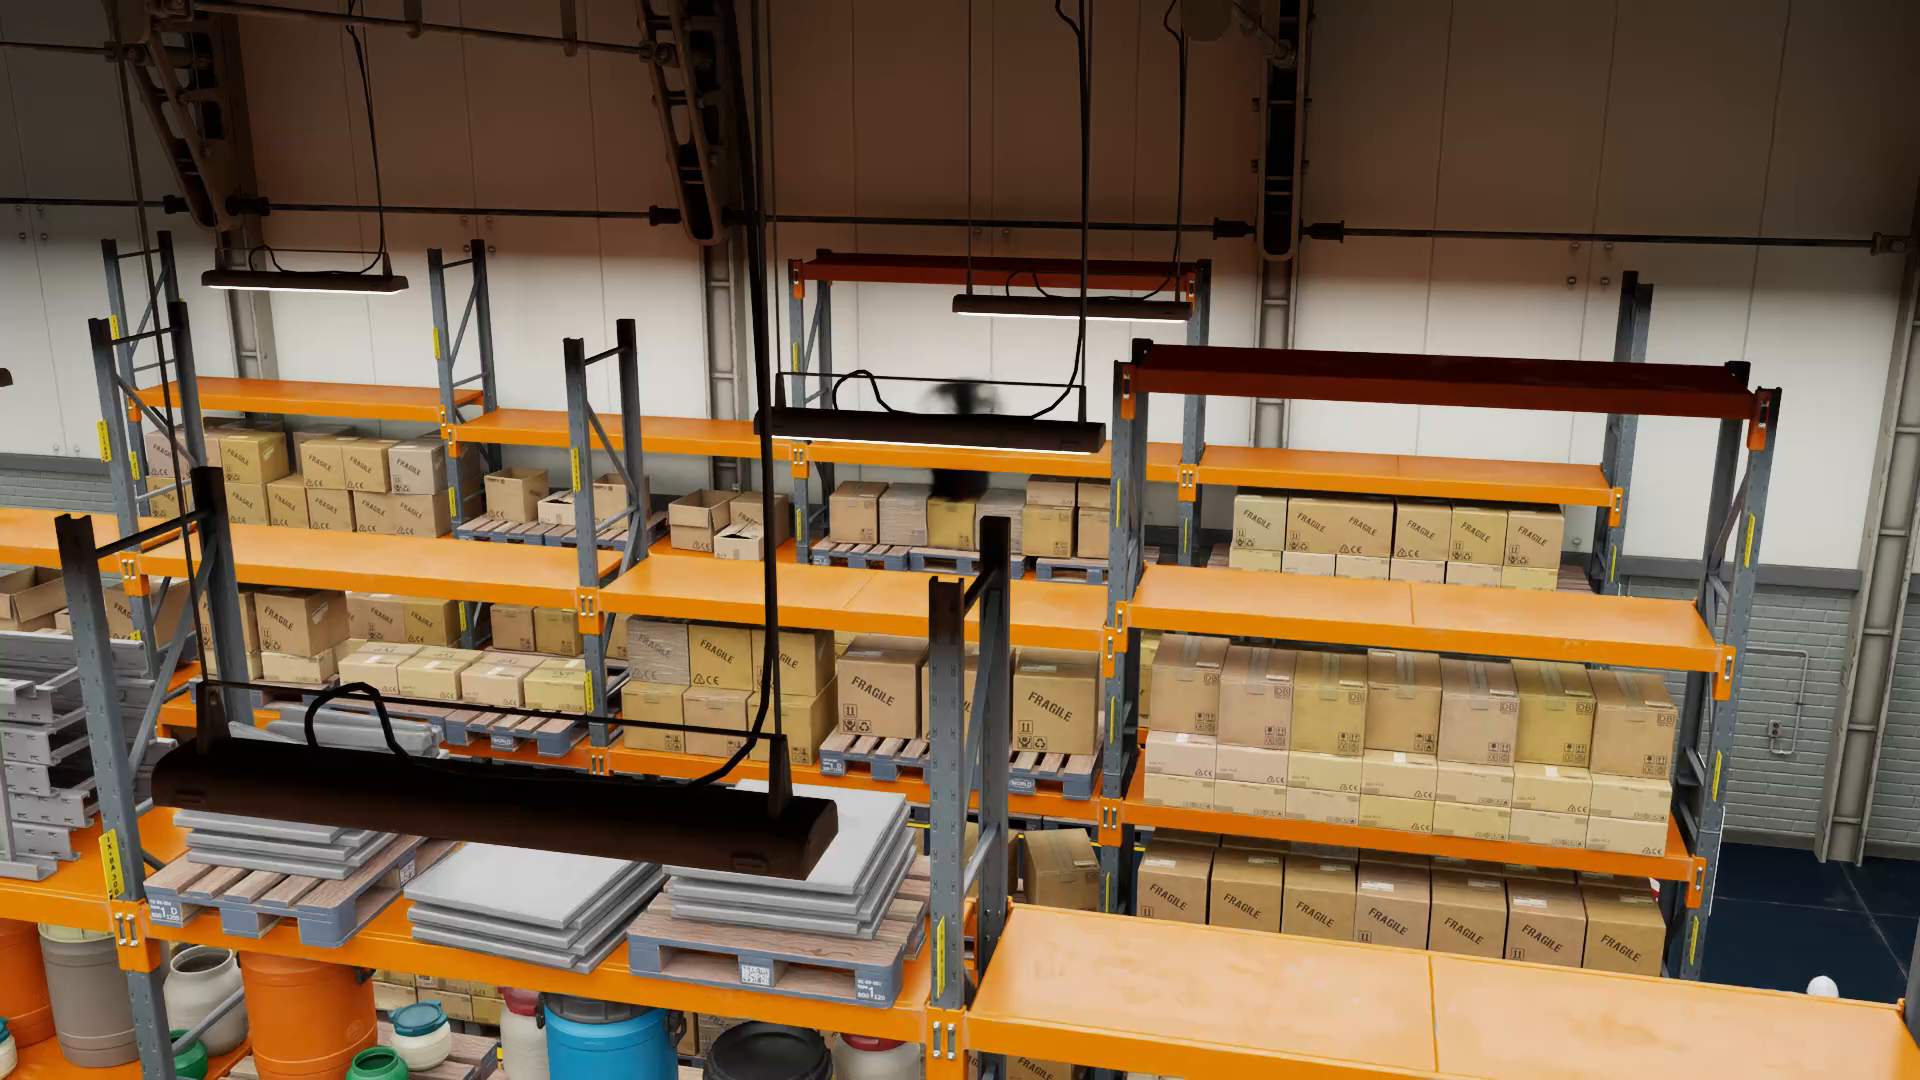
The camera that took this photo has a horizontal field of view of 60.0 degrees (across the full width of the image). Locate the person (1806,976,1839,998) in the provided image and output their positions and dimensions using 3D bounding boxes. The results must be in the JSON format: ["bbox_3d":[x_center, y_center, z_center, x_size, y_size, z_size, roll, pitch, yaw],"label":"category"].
[{"bbox_3d":[6.125,3.861,12.074,0.700,1.738,0.911,3,17,11],"label":"person"}]
